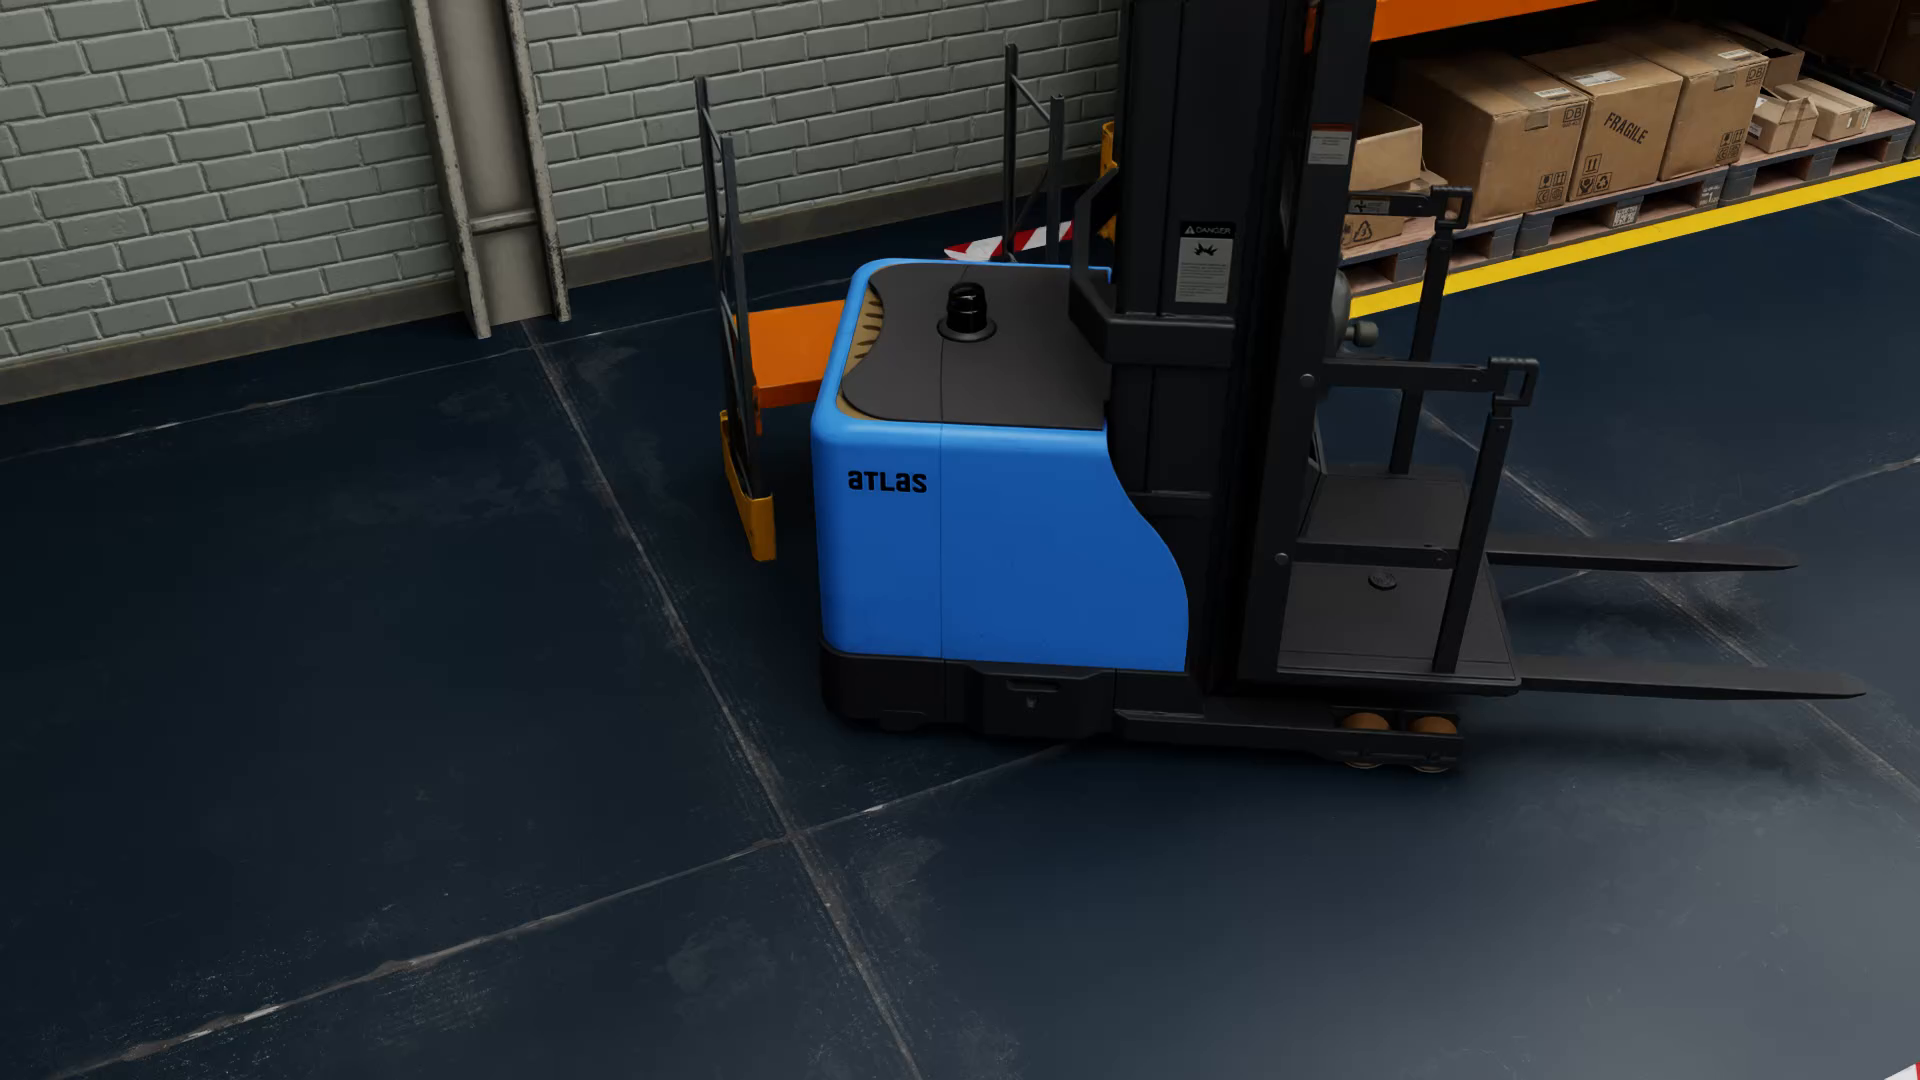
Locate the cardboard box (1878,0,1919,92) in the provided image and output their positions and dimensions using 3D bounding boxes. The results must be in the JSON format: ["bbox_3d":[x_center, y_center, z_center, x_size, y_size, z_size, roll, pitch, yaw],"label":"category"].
[{"bbox_3d":[5.100,-2.541,8.403,0.500,0.500,0.500,-14,39,-18],"label":"cardboard box"}]

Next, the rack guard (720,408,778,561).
[{"bbox_3d":[-0.741,-0.201,5.811,0.087,0.250,0.587,-10,38,-13],"label":"rack guard"}]

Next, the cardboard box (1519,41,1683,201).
[{"bbox_3d":[2.851,-1.906,7.548,0.500,0.500,0.500,-15,39,-19],"label":"cardboard box"}]

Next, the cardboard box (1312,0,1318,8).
[{"bbox_3d":[1.360,-2.197,6.405,0.250,0.149,0.380,-16,39,-20],"label":"cardboard box"}]

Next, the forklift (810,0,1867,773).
[{"bbox_3d":[1.131,-0.833,4.412,3.031,2.935,1.130,3,37,4],"label":"forklift"}]

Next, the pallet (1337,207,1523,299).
[{"bbox_3d":[1.736,-1.464,7.547,1.213,0.211,1.003,-16,39,-20],"label":"pallet"}]

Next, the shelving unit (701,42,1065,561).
[{"bbox_3d":[-0.264,-0.787,5.552,1.083,1.500,0.587,-10,38,-13],"label":"shelving unit"}]

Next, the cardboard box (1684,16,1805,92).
[{"bbox_3d":[3.868,-2.424,8.404,0.500,0.311,0.500,-14,39,-18],"label":"cardboard box"}]

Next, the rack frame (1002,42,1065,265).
[{"bbox_3d":[0.233,-0.875,5.670,0.032,1.500,0.500,-10,38,-13],"label":"rack frame"}]

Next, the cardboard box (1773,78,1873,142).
[{"bbox_3d":[4.187,-2.099,8.103,0.250,0.149,0.380,-17,40,-21],"label":"cardboard box"}]

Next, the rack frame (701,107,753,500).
[{"bbox_3d":[-0.743,-0.704,5.440,0.013,1.308,0.475,-10,38,-13],"label":"rack frame"}]

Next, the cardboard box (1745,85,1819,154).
[{"bbox_3d":[3.864,-2.056,7.946,0.258,0.266,0.396,-14,39,-18],"label":"cardboard box"}]

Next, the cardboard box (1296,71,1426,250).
[{"bbox_3d":[1.539,-1.632,7.175,0.637,0.503,0.797,-17,40,-22],"label":"cardboard box"}]

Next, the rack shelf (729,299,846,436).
[{"bbox_3d":[-0.255,-0.644,5.662,1.000,0.185,0.538,-10,38,-13],"label":"rack shelf"}]
